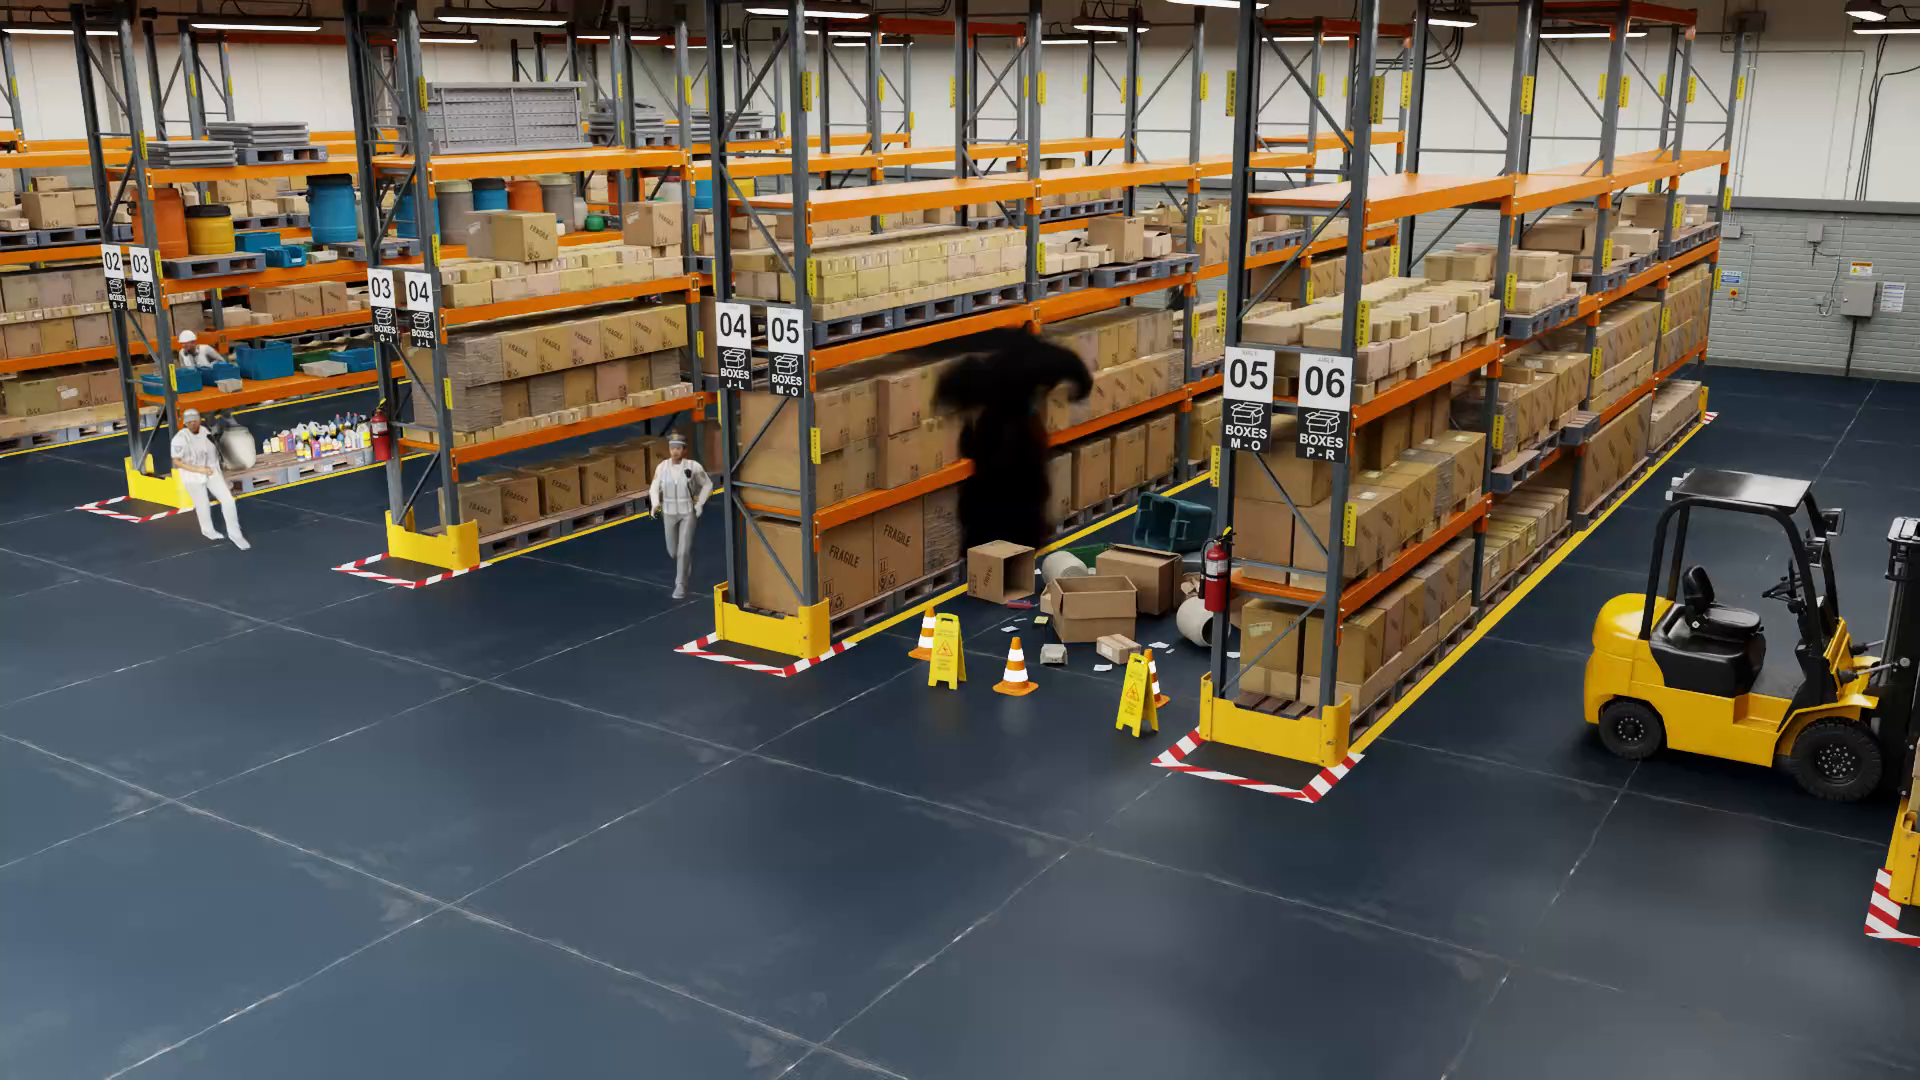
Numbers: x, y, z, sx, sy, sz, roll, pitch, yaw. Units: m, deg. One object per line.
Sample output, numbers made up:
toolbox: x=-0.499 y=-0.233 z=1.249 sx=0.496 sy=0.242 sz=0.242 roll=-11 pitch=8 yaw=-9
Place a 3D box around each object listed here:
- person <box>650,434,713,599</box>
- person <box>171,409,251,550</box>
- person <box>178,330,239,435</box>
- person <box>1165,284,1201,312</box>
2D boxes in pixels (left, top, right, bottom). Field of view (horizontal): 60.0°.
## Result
person: x=-2.822 y=-0.288 z=16.882 sx=0.629 sy=1.662 sz=0.719 roll=1 pitch=16 yaw=4
person: x=-8.538 y=-0.683 z=18.701 sx=0.737 sy=1.676 sz=0.691 roll=15 pitch=21 yaw=42
person: x=-11.174 y=-2.348 z=24.646 sx=0.628 sy=1.609 sz=0.915 roll=-2 pitch=16 yaw=-7
person: x=4.265 y=-4.409 z=31.973 sx=0.709 sy=1.677 sz=0.544 roll=5 pitch=16 yaw=16
